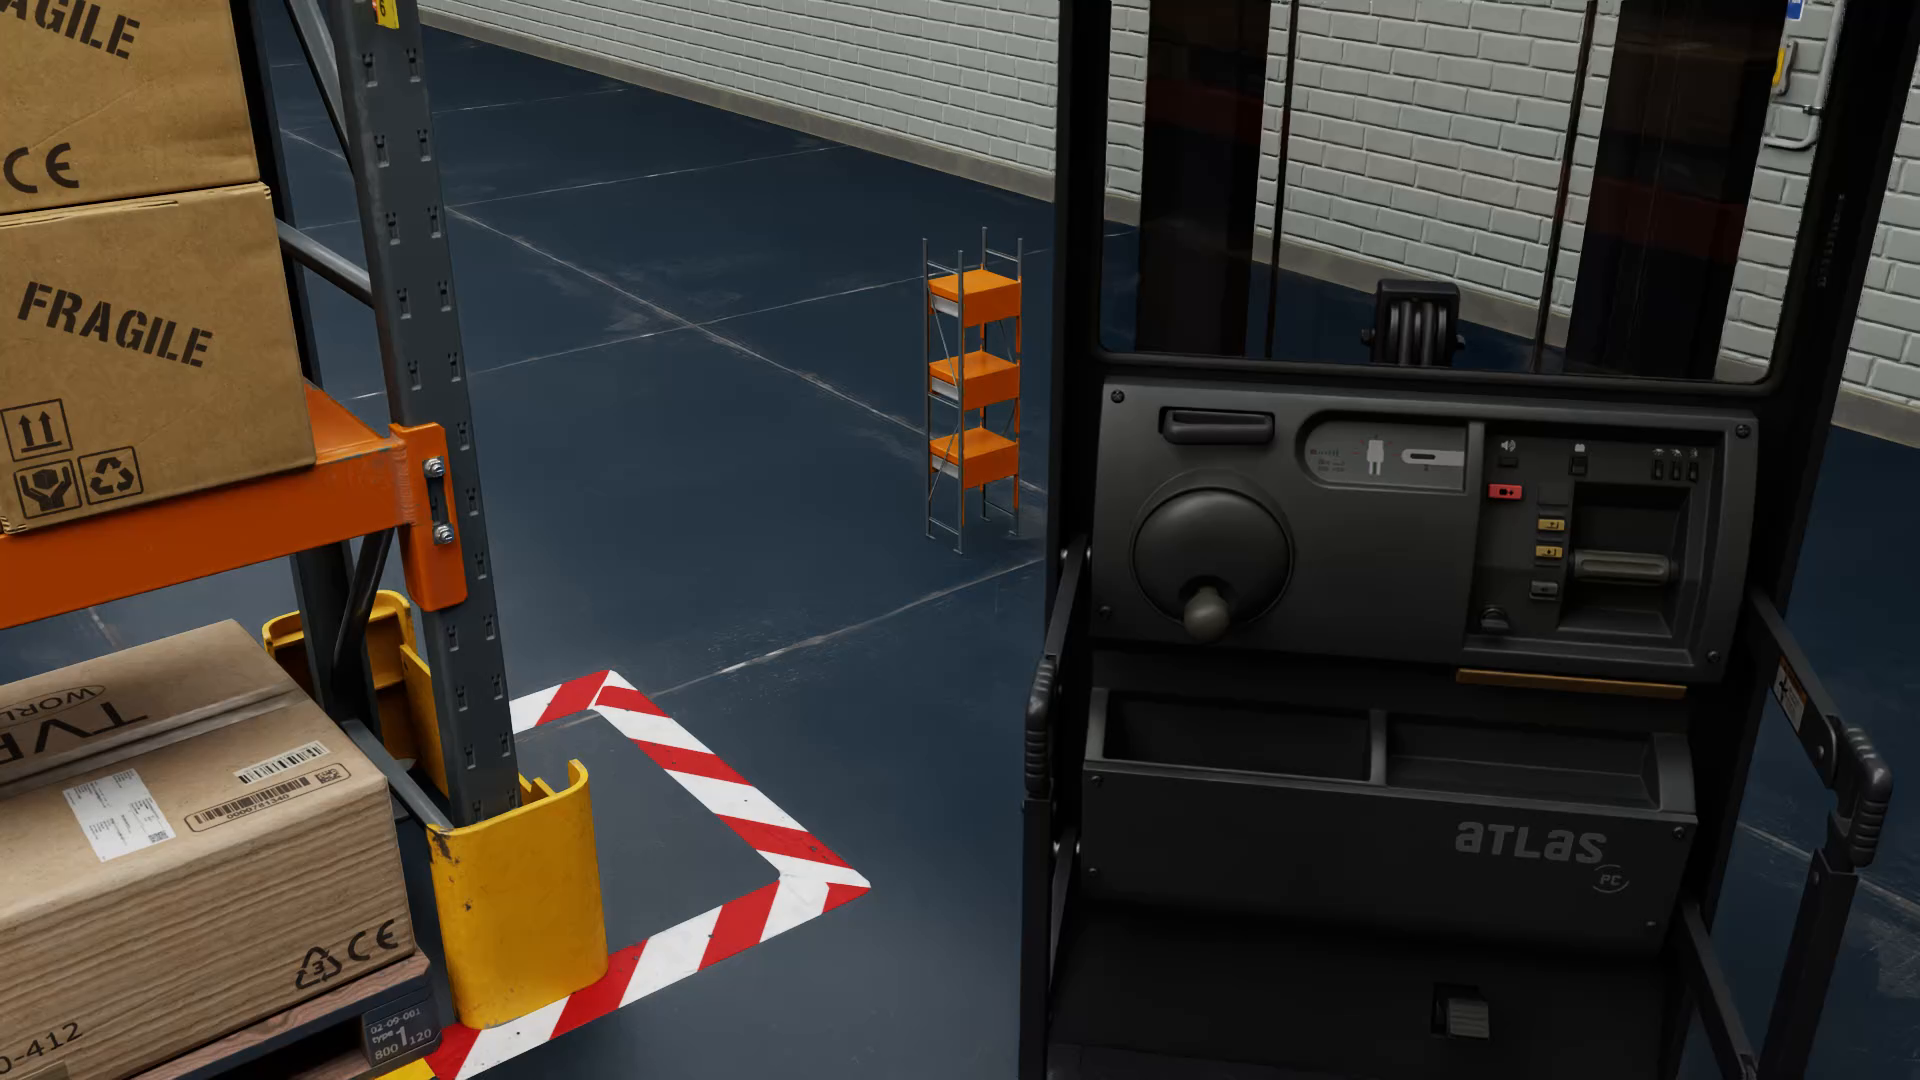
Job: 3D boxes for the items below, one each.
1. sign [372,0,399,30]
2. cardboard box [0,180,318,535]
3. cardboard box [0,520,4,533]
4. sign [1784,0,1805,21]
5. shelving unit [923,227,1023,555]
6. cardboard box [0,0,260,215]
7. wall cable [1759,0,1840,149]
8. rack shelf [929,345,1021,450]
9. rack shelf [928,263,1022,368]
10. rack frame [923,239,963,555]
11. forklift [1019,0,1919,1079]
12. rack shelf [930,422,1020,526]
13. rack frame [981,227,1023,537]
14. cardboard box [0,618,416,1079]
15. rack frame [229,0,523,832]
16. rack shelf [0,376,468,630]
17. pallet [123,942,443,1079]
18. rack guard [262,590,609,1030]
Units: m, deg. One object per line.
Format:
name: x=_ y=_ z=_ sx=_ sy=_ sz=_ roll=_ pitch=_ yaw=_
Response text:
sign: x=-0.945 y=-0.995 z=2.673 sx=0.005 sy=0.325 sz=0.100 roll=-18 pitch=31 yaw=-34
cardboard box: x=-1.486 y=-0.378 z=2.882 sx=0.500 sy=0.500 sz=0.500 roll=-18 pitch=30 yaw=-34
cardboard box: x=-1.890 y=-0.252 z=2.612 sx=0.500 sy=0.500 sz=0.500 roll=-19 pitch=31 yaw=-35
sign: x=3.172 y=-2.172 z=6.546 sx=0.001 sy=0.218 sz=0.327 roll=-18 pitch=31 yaw=-34
shelving unit: x=0.042 y=-0.490 z=5.559 sx=0.252 sy=1.050 sz=0.215 roll=-18 pitch=31 yaw=-34
cardboard box: x=-1.502 y=-0.840 z=2.690 sx=0.500 sy=0.500 sz=0.500 roll=-17 pitch=30 yaw=-32
wall cable: x=3.153 y=-2.493 z=6.314 sx=0.123 sy=1.953 sz=0.585 roll=-18 pitch=31 yaw=-34
rack shelf: x=0.042 y=-0.481 z=5.563 sx=0.240 sy=0.259 sz=0.215 roll=-18 pitch=31 yaw=-34
rack shelf: x=0.042 y=-0.738 z=5.444 sx=0.240 sy=0.259 sz=0.215 roll=-18 pitch=31 yaw=-34
rack frame: x=-0.054 y=-0.458 z=5.491 sx=0.008 sy=1.050 sz=0.200 roll=-18 pitch=31 yaw=-34
forklift: x=0.634 y=0.010 z=2.246 sx=1.130 sy=2.935 sz=3.031 roll=4 pitch=25 yaw=8
rack shelf: x=0.042 y=-0.228 z=5.680 sx=0.240 sy=0.259 sz=0.215 roll=-18 pitch=31 yaw=-34
rack frame: x=0.138 y=-0.522 z=5.627 sx=0.008 sy=1.050 sz=0.200 roll=-18 pitch=31 yaw=-34
cardboard box: x=-1.727 y=0.631 z=3.372 sx=0.875 sy=0.438 sz=0.875 roll=-19 pitch=31 yaw=-36
rack frame: x=-1.269 y=-0.545 z=3.362 sx=0.127 sy=3.000 sz=1.000 roll=-18 pitch=31 yaw=-34
rack shelf: x=-2.843 y=0.301 z=2.394 sx=4.000 sy=0.370 sz=1.077 roll=-18 pitch=31 yaw=-34
pallet: x=-1.850 y=0.953 z=3.445 sx=1.213 sy=0.211 sz=1.003 roll=-18 pitch=31 yaw=-34
rack guard: x=-1.250 y=0.582 z=3.901 sx=0.348 sy=0.500 sz=1.175 roll=-18 pitch=31 yaw=-34
